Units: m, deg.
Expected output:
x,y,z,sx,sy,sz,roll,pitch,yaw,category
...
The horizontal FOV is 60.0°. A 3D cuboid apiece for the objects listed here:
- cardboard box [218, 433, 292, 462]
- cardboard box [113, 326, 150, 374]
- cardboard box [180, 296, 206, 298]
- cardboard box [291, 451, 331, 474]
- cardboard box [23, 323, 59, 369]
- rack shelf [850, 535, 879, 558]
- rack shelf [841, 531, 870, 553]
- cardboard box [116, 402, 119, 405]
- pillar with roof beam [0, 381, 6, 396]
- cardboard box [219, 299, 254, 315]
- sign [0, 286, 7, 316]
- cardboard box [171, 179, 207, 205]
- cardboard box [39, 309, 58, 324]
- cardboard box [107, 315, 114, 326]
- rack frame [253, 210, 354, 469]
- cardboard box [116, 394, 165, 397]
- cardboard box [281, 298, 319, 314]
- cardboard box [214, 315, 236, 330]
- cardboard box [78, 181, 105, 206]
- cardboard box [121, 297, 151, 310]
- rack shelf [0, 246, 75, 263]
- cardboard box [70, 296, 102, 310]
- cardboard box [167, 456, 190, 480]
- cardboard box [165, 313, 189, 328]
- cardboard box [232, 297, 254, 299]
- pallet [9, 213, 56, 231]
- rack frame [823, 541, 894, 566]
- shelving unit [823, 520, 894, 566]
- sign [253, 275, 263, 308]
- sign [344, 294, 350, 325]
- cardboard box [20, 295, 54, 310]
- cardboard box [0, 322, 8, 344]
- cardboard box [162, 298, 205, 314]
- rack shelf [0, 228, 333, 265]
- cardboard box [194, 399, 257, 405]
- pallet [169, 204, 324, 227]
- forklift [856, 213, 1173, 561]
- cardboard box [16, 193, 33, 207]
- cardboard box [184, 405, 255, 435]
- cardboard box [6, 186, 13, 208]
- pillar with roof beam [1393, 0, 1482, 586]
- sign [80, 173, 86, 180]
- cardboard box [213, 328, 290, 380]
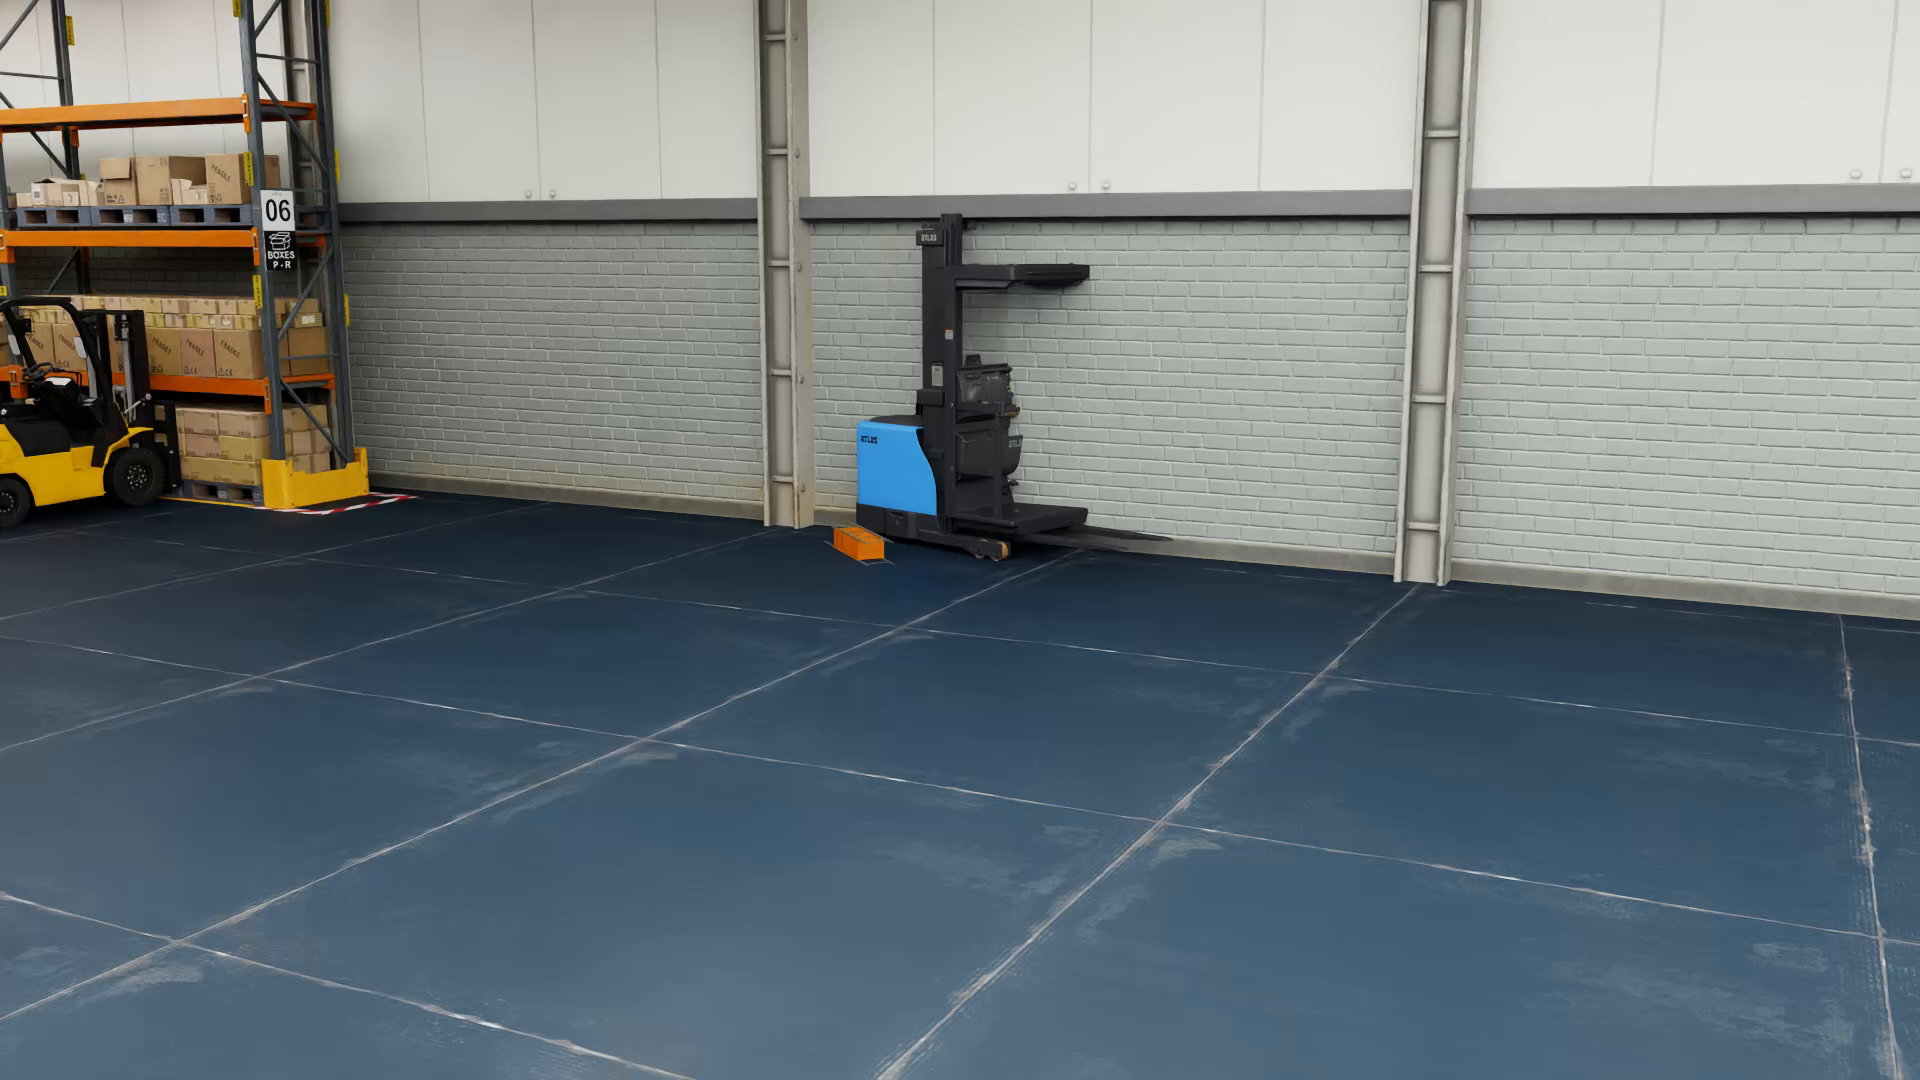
x,y,z,sx,sy,sz,roll,pitch,yaw,category
-7.374,-0.984,17.402,0.500,0.250,0.500,5,11,25,cardboard box
-8.733,-2.062,17.942,0.500,0.500,0.500,5,11,26,cardboard box
-8.380,-2.598,18.243,0.250,0.149,0.380,5,11,26,cardboard box
-7.153,-0.819,17.897,0.500,0.250,0.500,5,11,26,cardboard box
-10.104,-2.184,18.612,0.500,0.500,0.500,5,11,24,cardboard box
-0.827,0.051,14.426,0.258,0.180,0.103,-4,11,-22,rack shelf
-0.919,0.010,14.644,0.258,0.180,0.103,-4,11,-22,rack shelf
-9.186,-1.389,18.237,0.500,0.250,0.500,5,12,28,cardboard box
-14.310,-4.832,16.680,0.400,9.000,9.100,5,11,26,pillar with roof beam
-7.449,-2.420,17.259,0.250,0.149,0.380,5,11,26,cardboard box
-10.618,-2.654,18.465,0.005,0.325,0.100,5,11,26,sign
-7.904,-3.598,17.204,0.258,0.266,0.396,5,11,26,cardboard box
-9.984,-2.492,18.495,0.250,0.149,0.380,5,12,27,cardboard box
-9.082,-2.407,18.024,0.250,0.149,0.380,5,11,24,cardboard box
-6.799,-1.896,17.303,0.127,3.000,1.000,5,11,26,rack frame
-9.398,-1.511,18.912,0.500,0.250,0.500,5,11,25,cardboard box
-7.006,-2.471,17.544,0.250,0.149,0.380,5,11,25,cardboard box
-7.476,-2.262,17.225,0.250,0.149,0.380,5,12,27,cardboard box
-9.190,-3.711,17.829,0.258,0.266,0.396,5,11,24,cardboard box
-8.810,-2.548,17.967,0.250,0.149,0.380,5,11,26,cardboard box
-12.180,-3.491,19.712,4.000,0.370,1.077,5,11,26,rack shelf
-9.539,-2.592,18.210,0.250,0.149,0.380,5,12,27,cardboard box
-8.247,-0.818,17.887,0.500,0.250,0.500,5,11,26,cardboard box
-8.160,-2.327,17.584,0.250,0.149,0.380,5,11,24,cardboard box
-7.684,-2.538,17.911,0.250,0.149,0.380,5,11,26,cardboard box
-11.183,-3.660,19.167,1.217,0.209,0.805,5,11,24,pallet
-0.902,0.107,14.621,0.240,0.006,1.200,-4,11,-22,rack frame
-0.902,0.017,14.604,0.258,0.189,1.200,-4,11,-22,shelving unit
-7.052,-2.497,16.706,0.005,0.325,0.100,5,11,26,sign
-6.548,-2.449,17.706,0.005,0.325,0.100,5,11,26,sign
-10.232,-2.653,18.550,0.250,0.149,0.380,5,12,27,cardboard box
-10.940,-2.381,19.001,0.500,0.250,0.500,5,11,25,cardboard box
-8.168,-2.470,17.539,0.250,0.149,0.380,5,12,27,cardboard box
-8.593,-3.175,17.970,4.000,0.370,1.077,5,11,26,rack shelf
-8.040,-1.390,18.239,0.500,0.250,0.500,5,11,25,cardboard box
-7.422,-3.388,17.374,1.213,0.211,1.003,5,11,26,pallet
0.462,-1.366,14.570,3.031,2.935,1.130,9,14,42,forklift
-10.118,-3.735,18.290,0.250,0.149,0.380,5,12,27,cardboard box
-7.811,-1.267,17.563,0.500,0.250,0.500,5,12,27,cardboard box
-11.143,-3.917,18.839,0.500,0.311,0.500,5,11,24,cardboard box
1.832,-3.414,8.843,0.400,9.000,9.100,5,11,26,pillar with roof beam
-10.142,-4.069,19.214,0.005,0.325,0.100,5,11,26,sign
-7.357,-1.942,17.276,0.500,0.500,0.500,5,11,25,cardboard box
